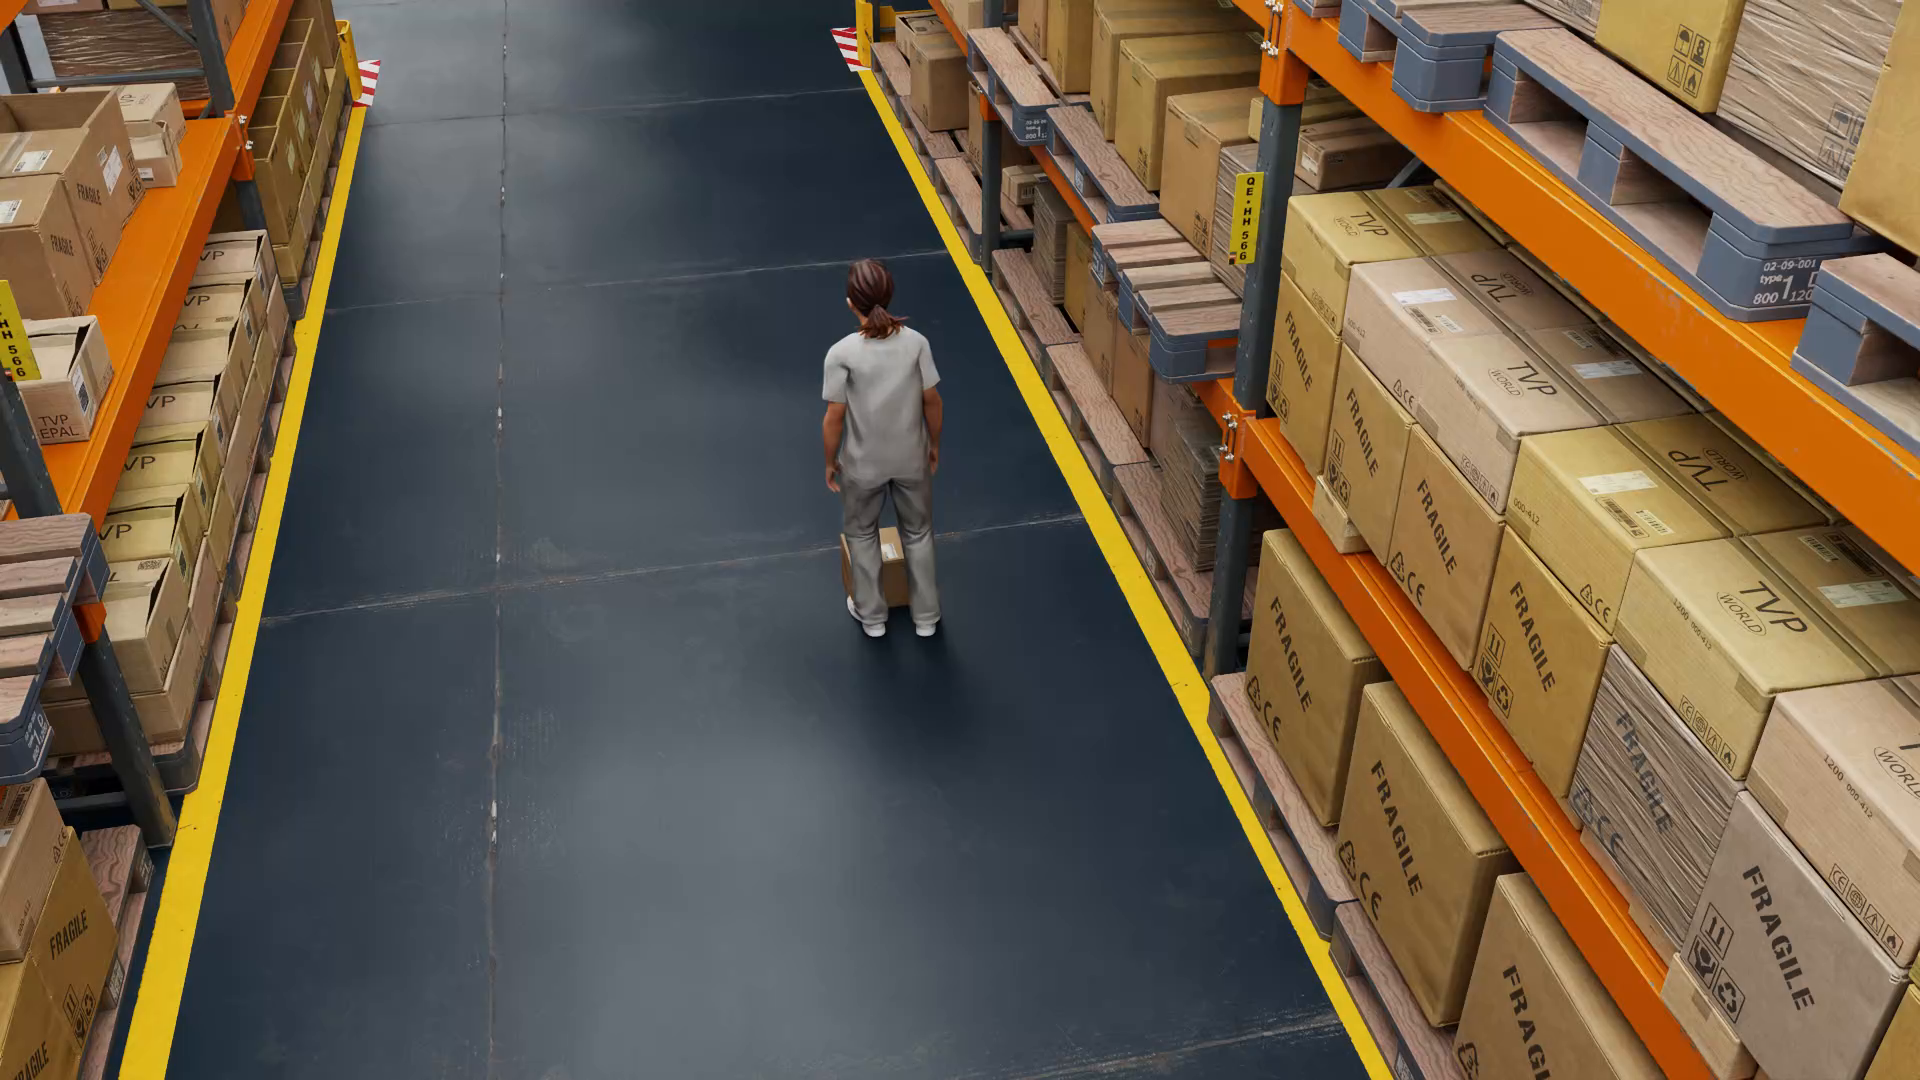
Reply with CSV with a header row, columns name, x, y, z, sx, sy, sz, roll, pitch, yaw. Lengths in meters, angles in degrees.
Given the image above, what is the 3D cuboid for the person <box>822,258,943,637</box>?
name,x,y,z,sx,sy,sz,roll,pitch,yaw
person,-0.309,-0.336,6.635,0.498,1.671,0.416,-9,35,-13
